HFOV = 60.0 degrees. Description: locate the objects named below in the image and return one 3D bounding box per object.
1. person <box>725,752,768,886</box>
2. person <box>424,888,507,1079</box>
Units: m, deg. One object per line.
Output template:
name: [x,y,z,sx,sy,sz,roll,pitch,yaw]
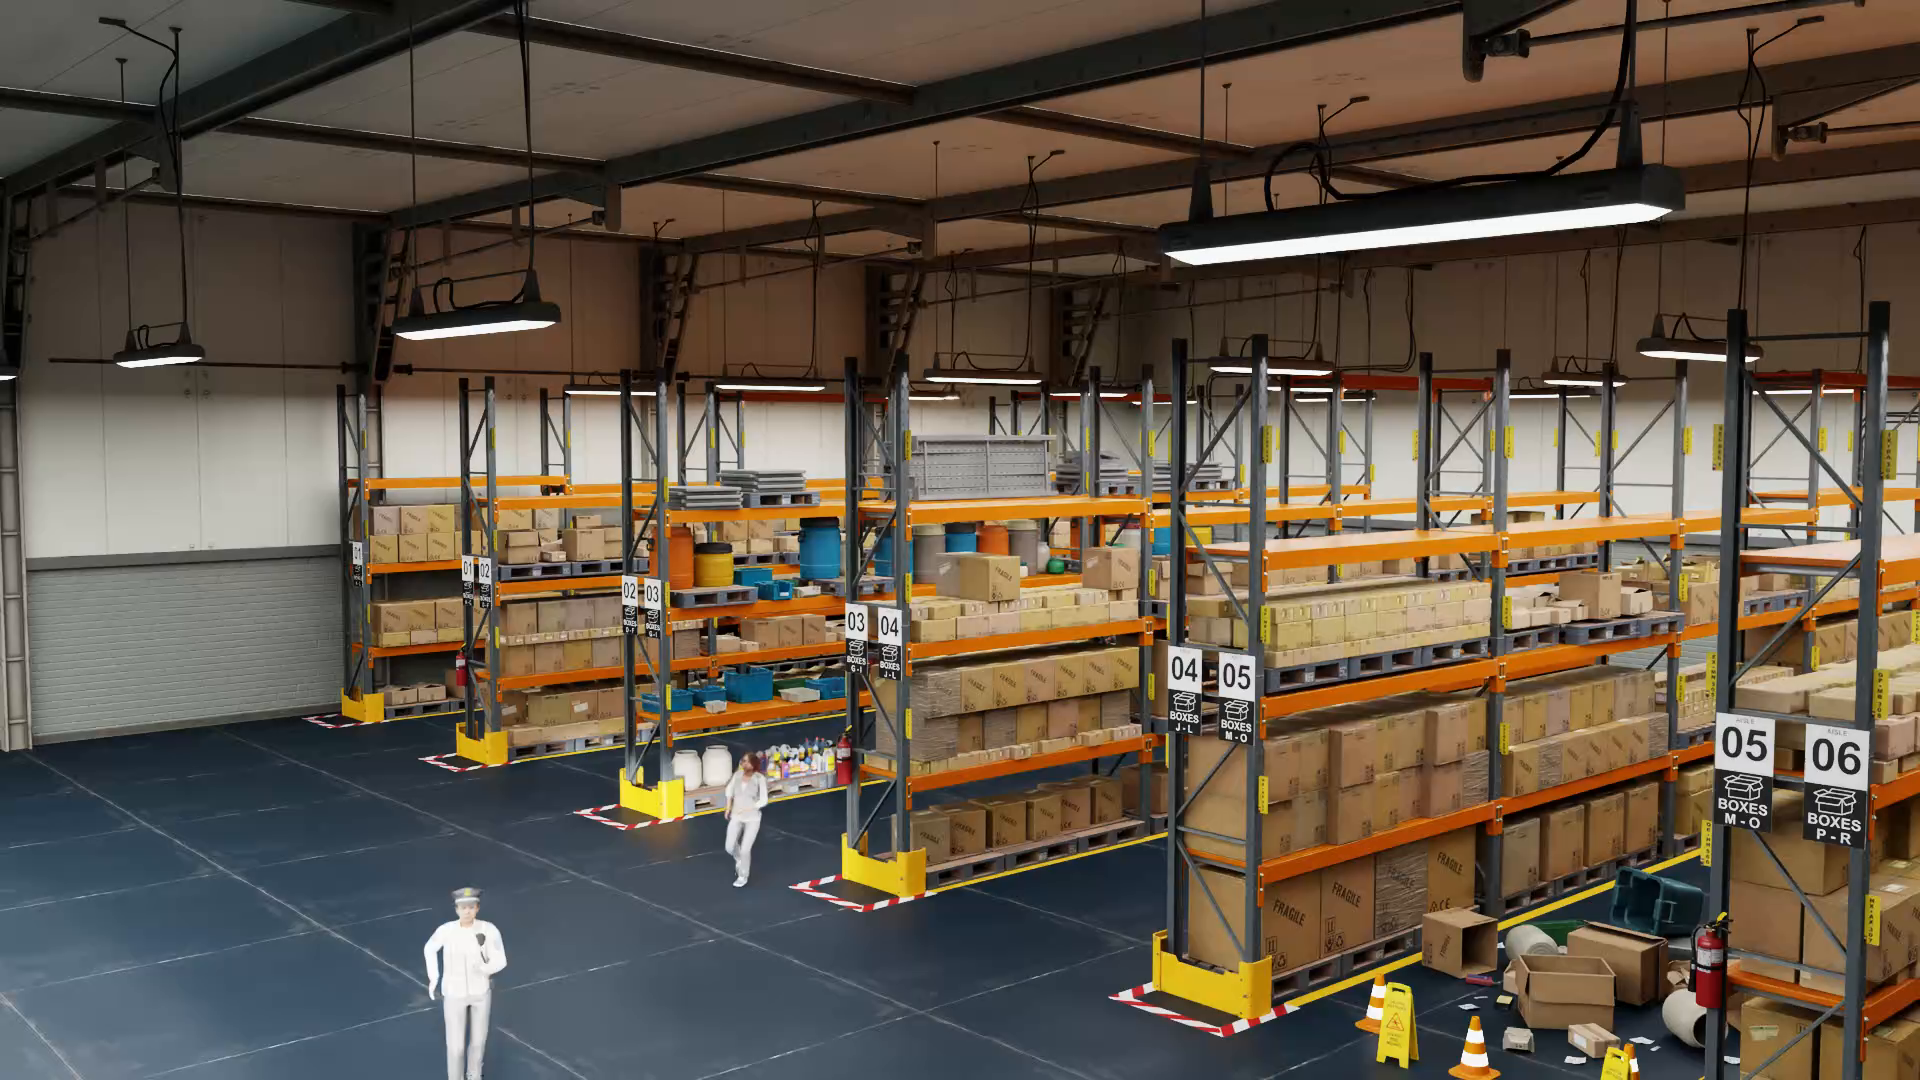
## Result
person: [-2.431,3.158,18.810,0.535,1.532,0.494,1,4,8]
person: [-3.748,3.492,12.639,0.576,1.749,0.732,-1,4,-21]
